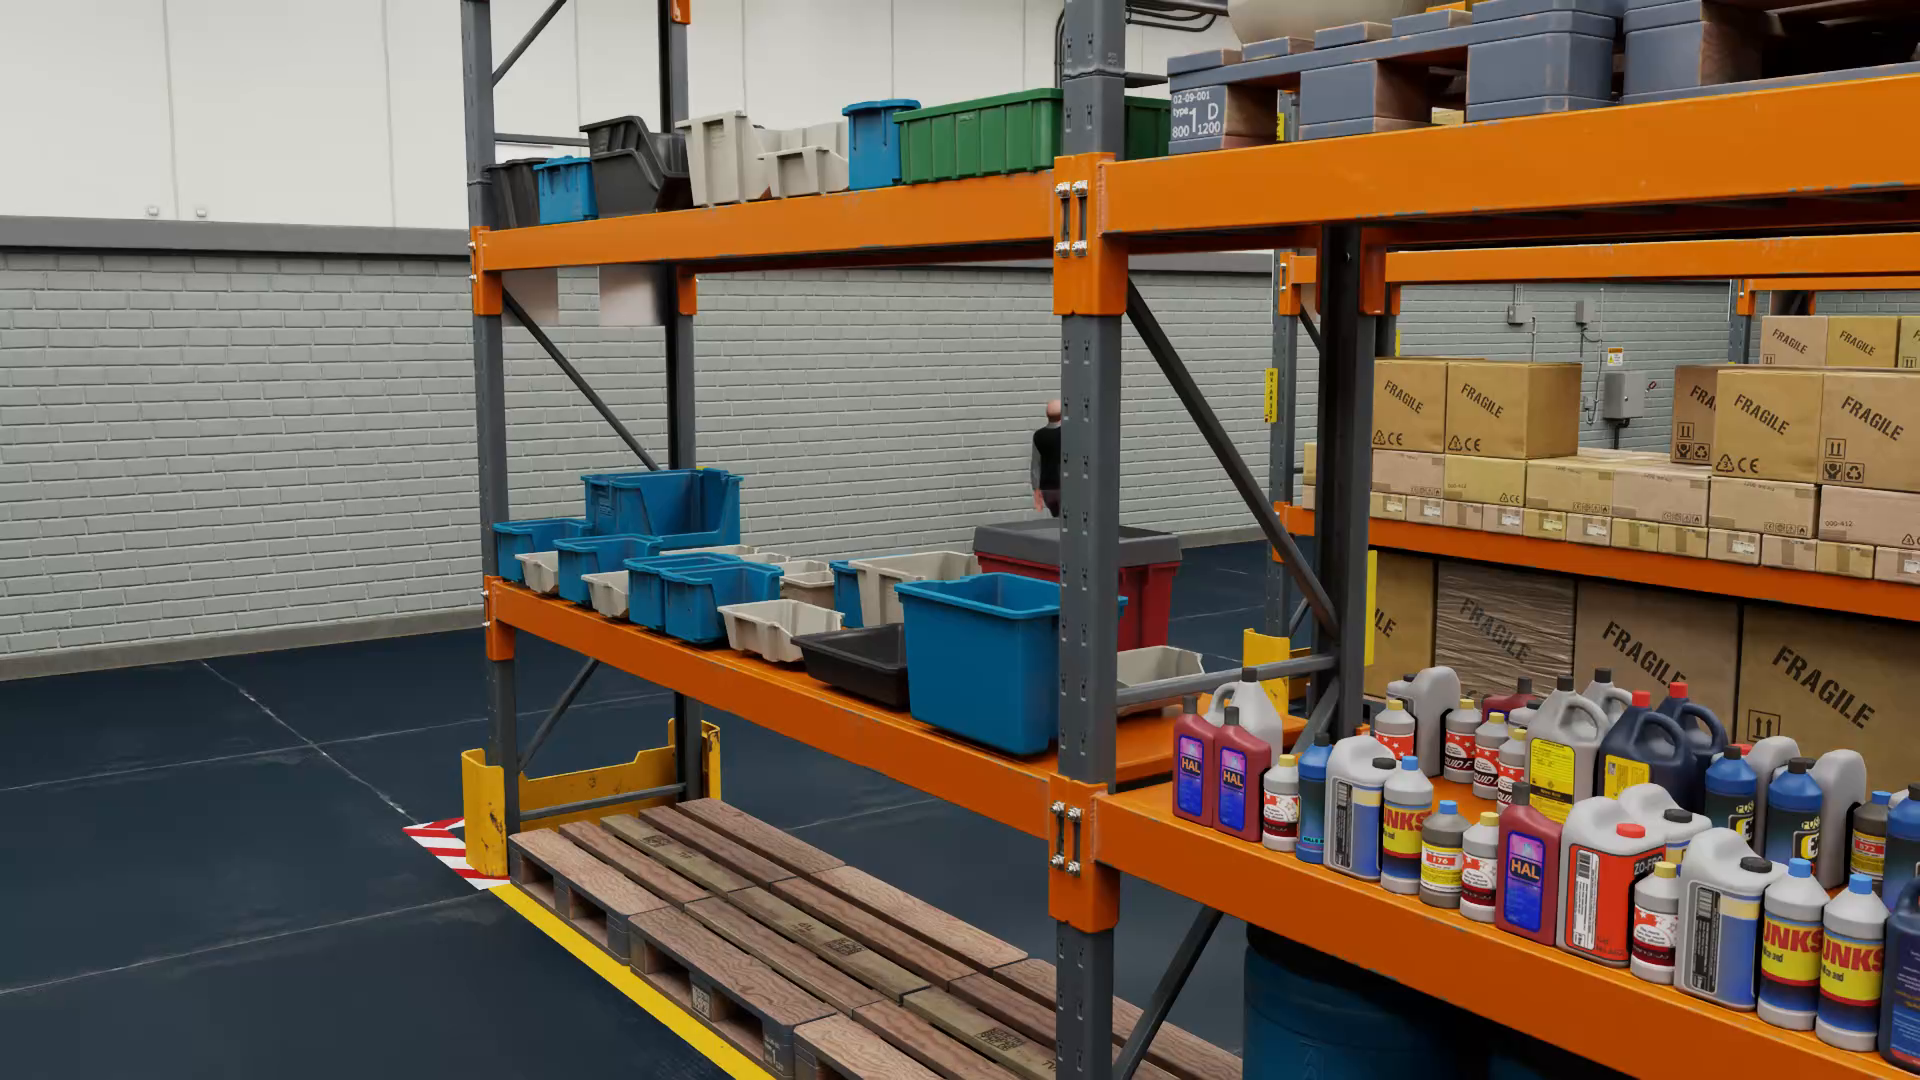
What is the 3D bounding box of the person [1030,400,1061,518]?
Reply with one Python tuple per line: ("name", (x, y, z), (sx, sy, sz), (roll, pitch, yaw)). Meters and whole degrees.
("person", (0.976, -0.445, 15.209), (0.539, 1.685, 0.905), (8, 11, 44))
